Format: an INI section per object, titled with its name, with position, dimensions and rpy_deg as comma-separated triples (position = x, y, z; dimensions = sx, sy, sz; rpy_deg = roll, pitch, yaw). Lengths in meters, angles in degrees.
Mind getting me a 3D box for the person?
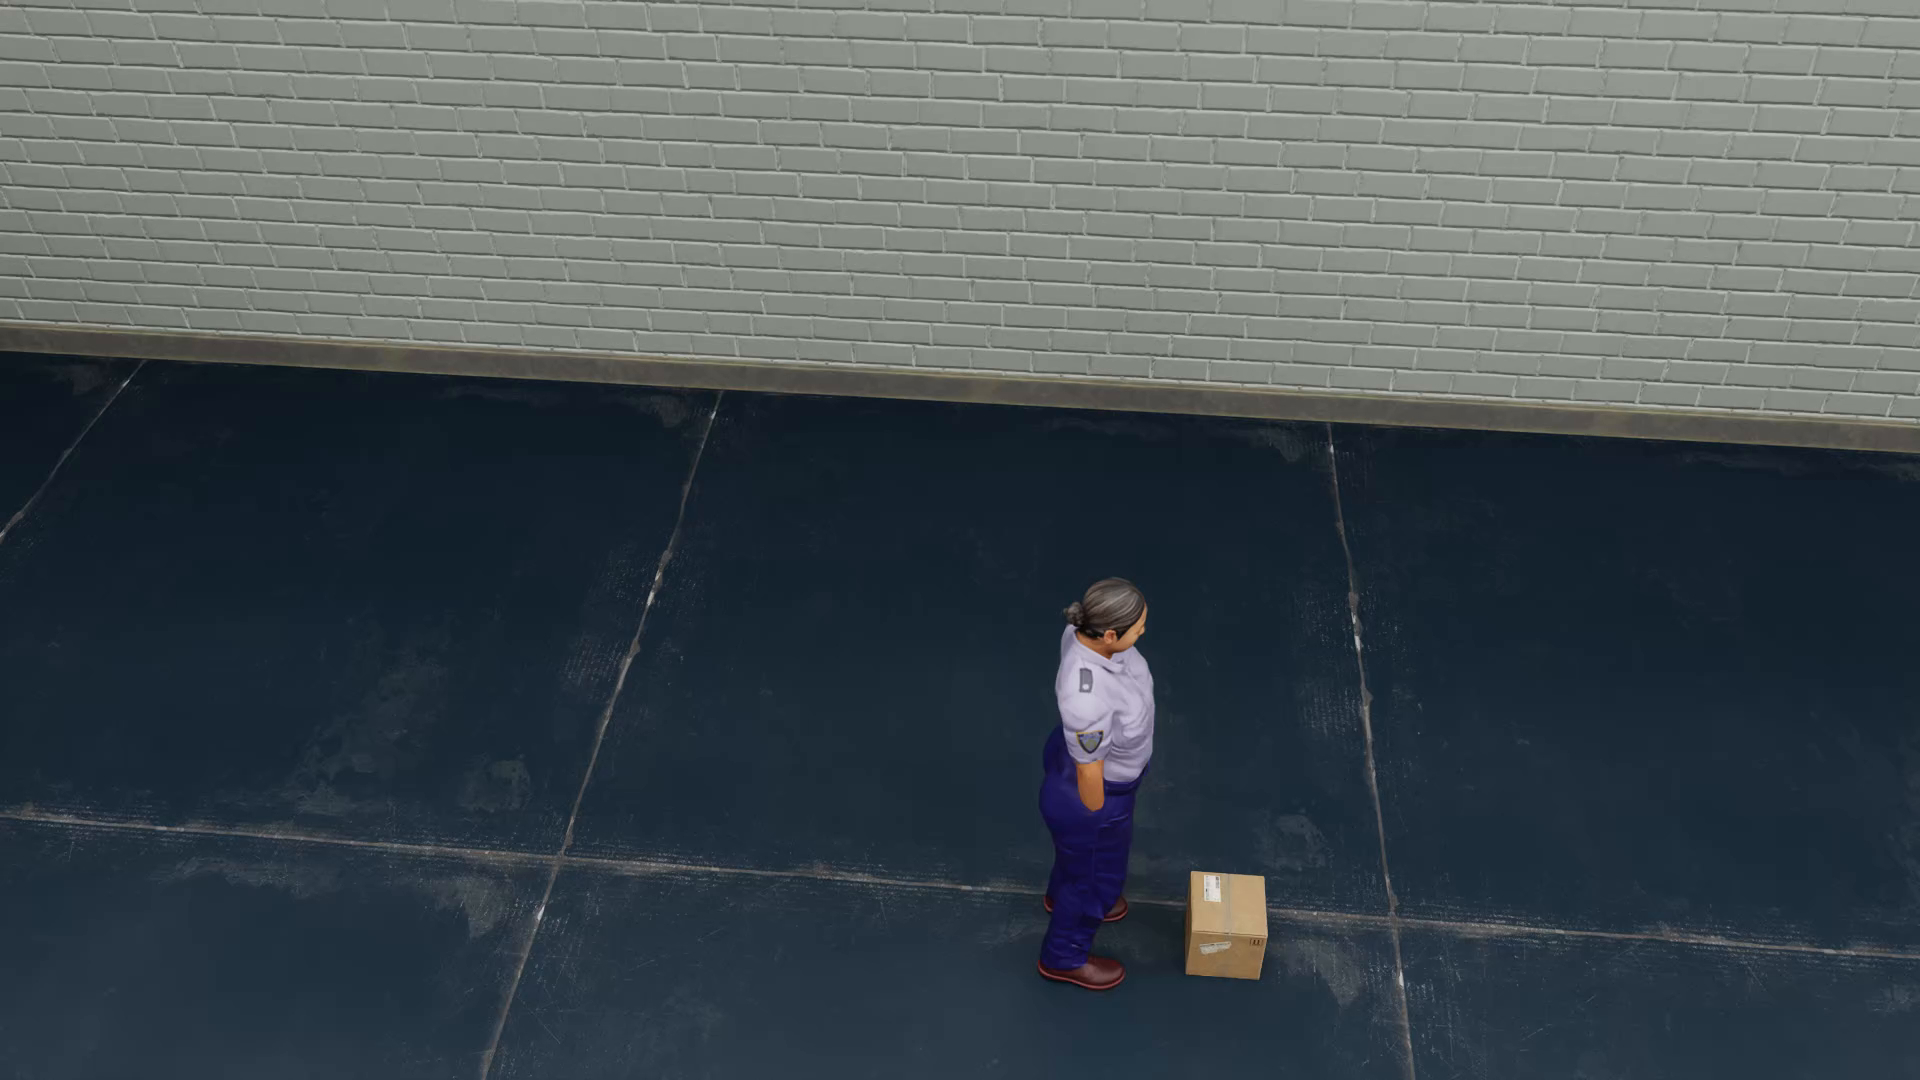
[person]
position = 0.429, 0.758, 5.297
dimensions = 0.340, 1.630, 0.473
rpy_deg = 4, 40, 5
